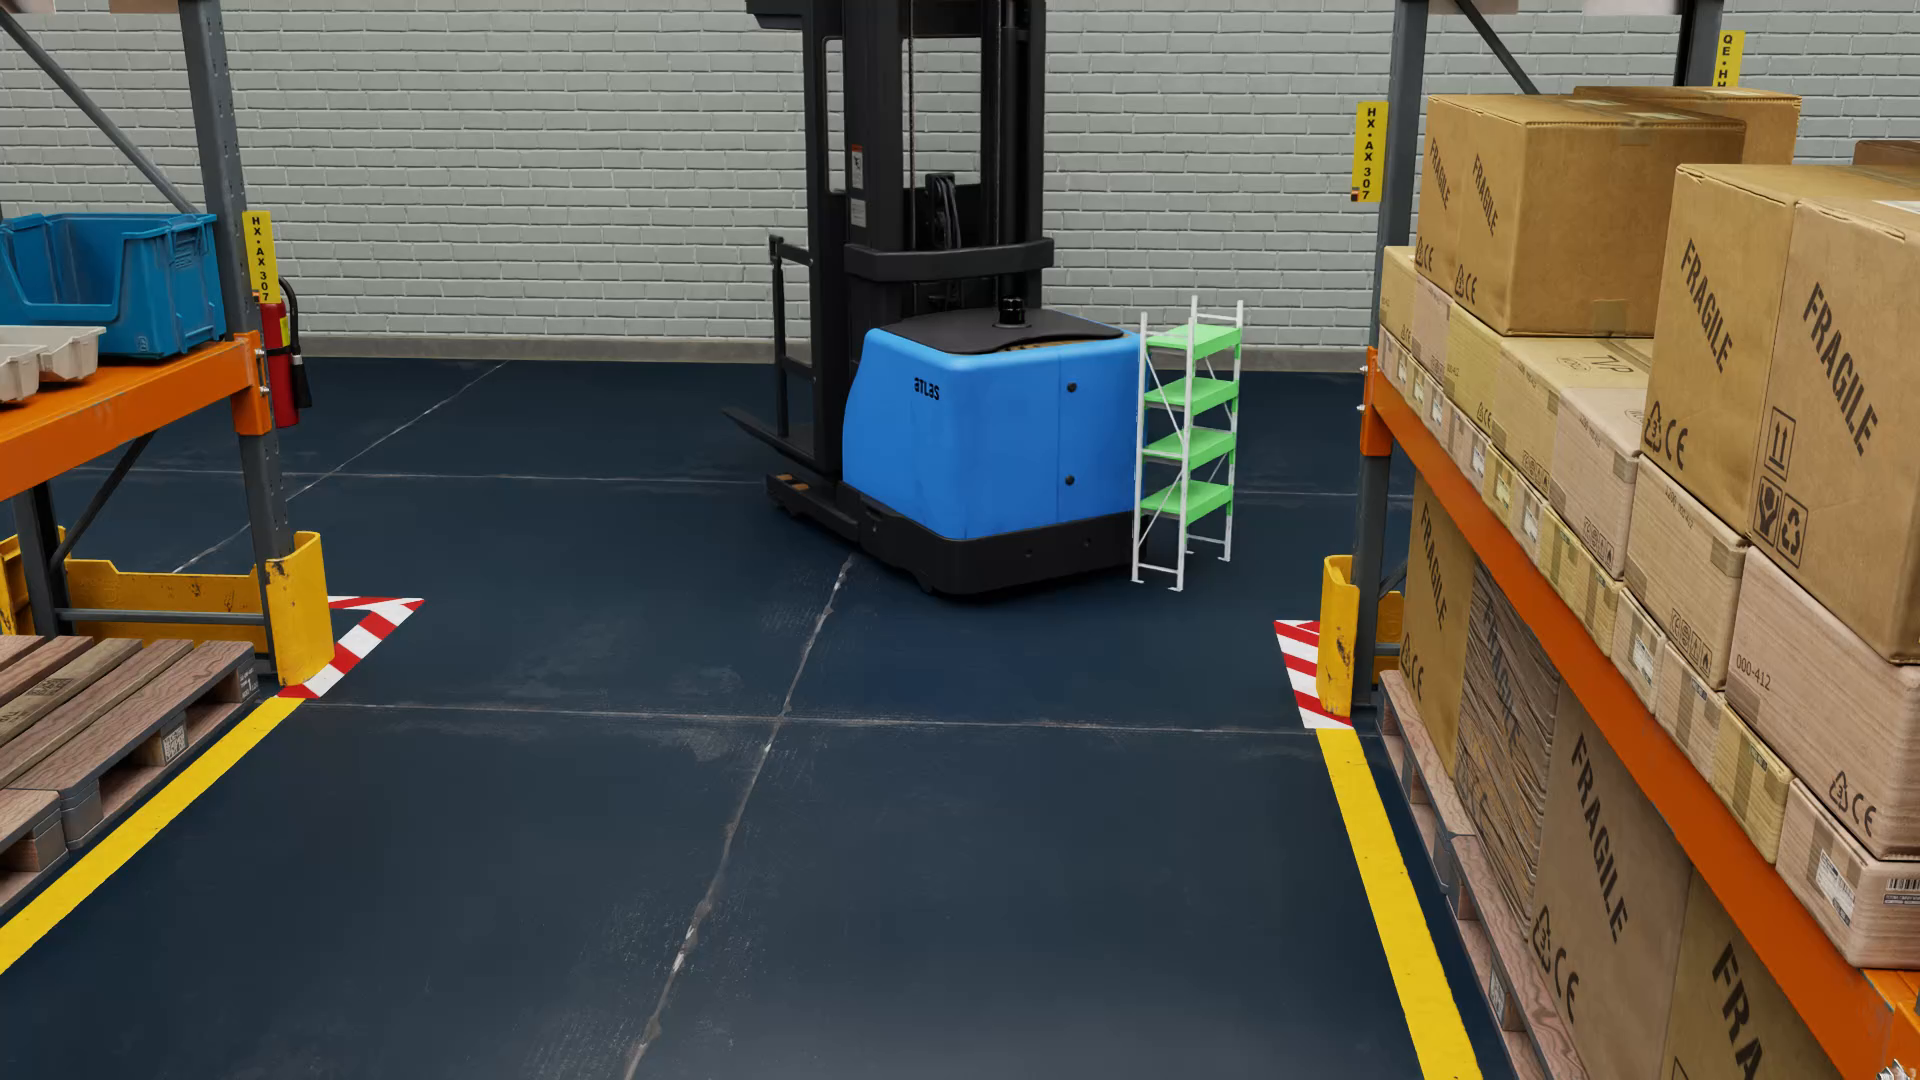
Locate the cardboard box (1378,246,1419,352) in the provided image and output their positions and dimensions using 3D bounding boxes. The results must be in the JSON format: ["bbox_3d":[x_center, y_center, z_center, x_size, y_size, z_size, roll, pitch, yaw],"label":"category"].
[{"bbox_3d":[1.606,-0.750,5.156,0.500,0.250,0.500,1,18,2],"label":"cardboard box"}]

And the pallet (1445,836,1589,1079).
[{"bbox_3d":[1.841,1.131,4.134,1.003,0.211,1.213,1,18,4],"label":"pallet"}]

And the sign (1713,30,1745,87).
[{"bbox_3d":[2.450,-1.469,5.349,0.100,0.325,0.005,1,18,4],"label":"sign"}]

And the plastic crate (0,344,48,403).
[{"bbox_3d":[-2.943,-0.489,4.926,0.396,0.136,0.243,1,18,4],"label":"plastic crate"}]

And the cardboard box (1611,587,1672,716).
[{"bbox_3d":[1.374,0.198,2.906,0.380,0.149,0.250,2,18,5],"label":"cardboard box"}]

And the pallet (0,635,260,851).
[{"bbox_3d":[-3.128,0.647,5.608,1.003,0.211,1.213,1,18,4],"label":"pallet"}]

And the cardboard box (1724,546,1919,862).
[{"bbox_3d":[1.393,0.207,2.238,0.500,0.250,0.500,1,18,3],"label":"cardboard box"}]

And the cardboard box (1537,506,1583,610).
[{"bbox_3d":[1.410,0.038,3.393,0.380,0.149,0.250,1,18,3],"label":"cardboard box"}]

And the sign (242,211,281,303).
[{"bbox_3d":[-2.480,-1.003,5.906,0.100,0.325,0.005,1,18,4],"label":"sign"}]

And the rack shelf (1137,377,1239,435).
[{"bbox_3d":[1.000,-0.598,7.255,0.258,0.148,0.480,12,21,31],"label":"rack shelf"}]

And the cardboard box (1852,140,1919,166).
[{"bbox_3d":[1.988,-0.464,3.081,0.500,0.500,0.500,1,18,2],"label":"cardboard box"}]

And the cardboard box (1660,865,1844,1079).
[{"bbox_3d":[1.751,1.027,2.710,0.875,0.875,0.875,1,18,4],"label":"cardboard box"}]

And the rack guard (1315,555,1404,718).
[{"bbox_3d":[1.912,0.358,6.028,1.175,0.500,0.348,1,18,4],"label":"rack guard"}]

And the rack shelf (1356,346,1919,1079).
[{"bbox_3d":[1.767,0.141,3.832,1.077,0.370,4.000,1,18,4],"label":"rack shelf"}]

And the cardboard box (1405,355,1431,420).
[{"bbox_3d":[1.521,-0.441,4.855,0.380,0.149,0.250,1,18,3],"label":"cardboard box"}]

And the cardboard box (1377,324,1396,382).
[{"bbox_3d":[1.556,-0.600,5.341,0.380,0.149,0.250,1,18,5],"label":"cardboard box"}]

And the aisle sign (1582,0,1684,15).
[{"bbox_3d":[2.215,-2.074,5.259,0.394,0.787,0.004,1,18,4],"label":"aisle sign"}]

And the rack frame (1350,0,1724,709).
[{"bbox_3d":[1.910,-0.822,5.616,1.000,3.000,0.127,1,18,4],"label":"rack frame"}]

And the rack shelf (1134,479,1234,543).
[{"bbox_3d":[1.000,-0.142,7.404,0.258,0.148,0.480,12,21,31],"label":"rack shelf"}]

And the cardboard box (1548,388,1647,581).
[{"bbox_3d":[1.464,-0.113,3.212,0.500,0.250,0.500,2,18,5],"label":"cardboard box"}]

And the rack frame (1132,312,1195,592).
[{"bbox_3d":[0.866,-0.367,7.116,0.240,1.200,0.015,12,21,31],"label":"rack frame"}]

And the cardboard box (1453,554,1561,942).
[{"bbox_3d":[1.879,0.471,4.407,0.875,0.875,0.875,1,18,4],"label":"cardboard box"}]

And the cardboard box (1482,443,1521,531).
[{"bbox_3d":[1.447,-0.122,3.883,0.380,0.149,0.250,1,18,3],"label":"cardboard box"}]

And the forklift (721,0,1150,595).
[{"bbox_3d":[-0.325,-1.572,8.014,1.130,2.935,3.031,-10,21,-28],"label":"forklift"}]

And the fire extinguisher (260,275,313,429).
[{"bbox_3d":[-2.566,-0.756,6.135,0.296,0.674,0.183,1,18,4],"label":"fire extinguisher"}]

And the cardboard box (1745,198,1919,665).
[{"bbox_3d":[1.390,-0.155,2.139,0.500,0.500,0.500,2,18,5],"label":"cardboard box"}]

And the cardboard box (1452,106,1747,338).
[{"bbox_3d":[1.539,-0.790,4.074,0.500,0.500,0.500,1,18,2],"label":"cardboard box"}]

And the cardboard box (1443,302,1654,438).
[{"bbox_3d":[1.536,-0.432,4.187,0.500,0.250,0.500,1,18,2],"label":"cardboard box"}]

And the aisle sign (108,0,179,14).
[{"bbox_3d":[-2.733,-2.184,5.597,0.394,0.787,0.004,1,18,4],"label":"aisle sign"}]

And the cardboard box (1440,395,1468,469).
[{"bbox_3d":[1.484,-0.281,4.367,0.380,0.149,0.250,1,18,3],"label":"cardboard box"}]

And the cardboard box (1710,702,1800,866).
[{"bbox_3d":[1.337,0.357,2.419,0.380,0.149,0.250,2,18,5],"label":"cardboard box"}]

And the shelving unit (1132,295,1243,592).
[{"bbox_3d":[1.000,-0.430,7.310,0.258,1.200,0.503,12,21,31],"label":"shelving unit"}]
